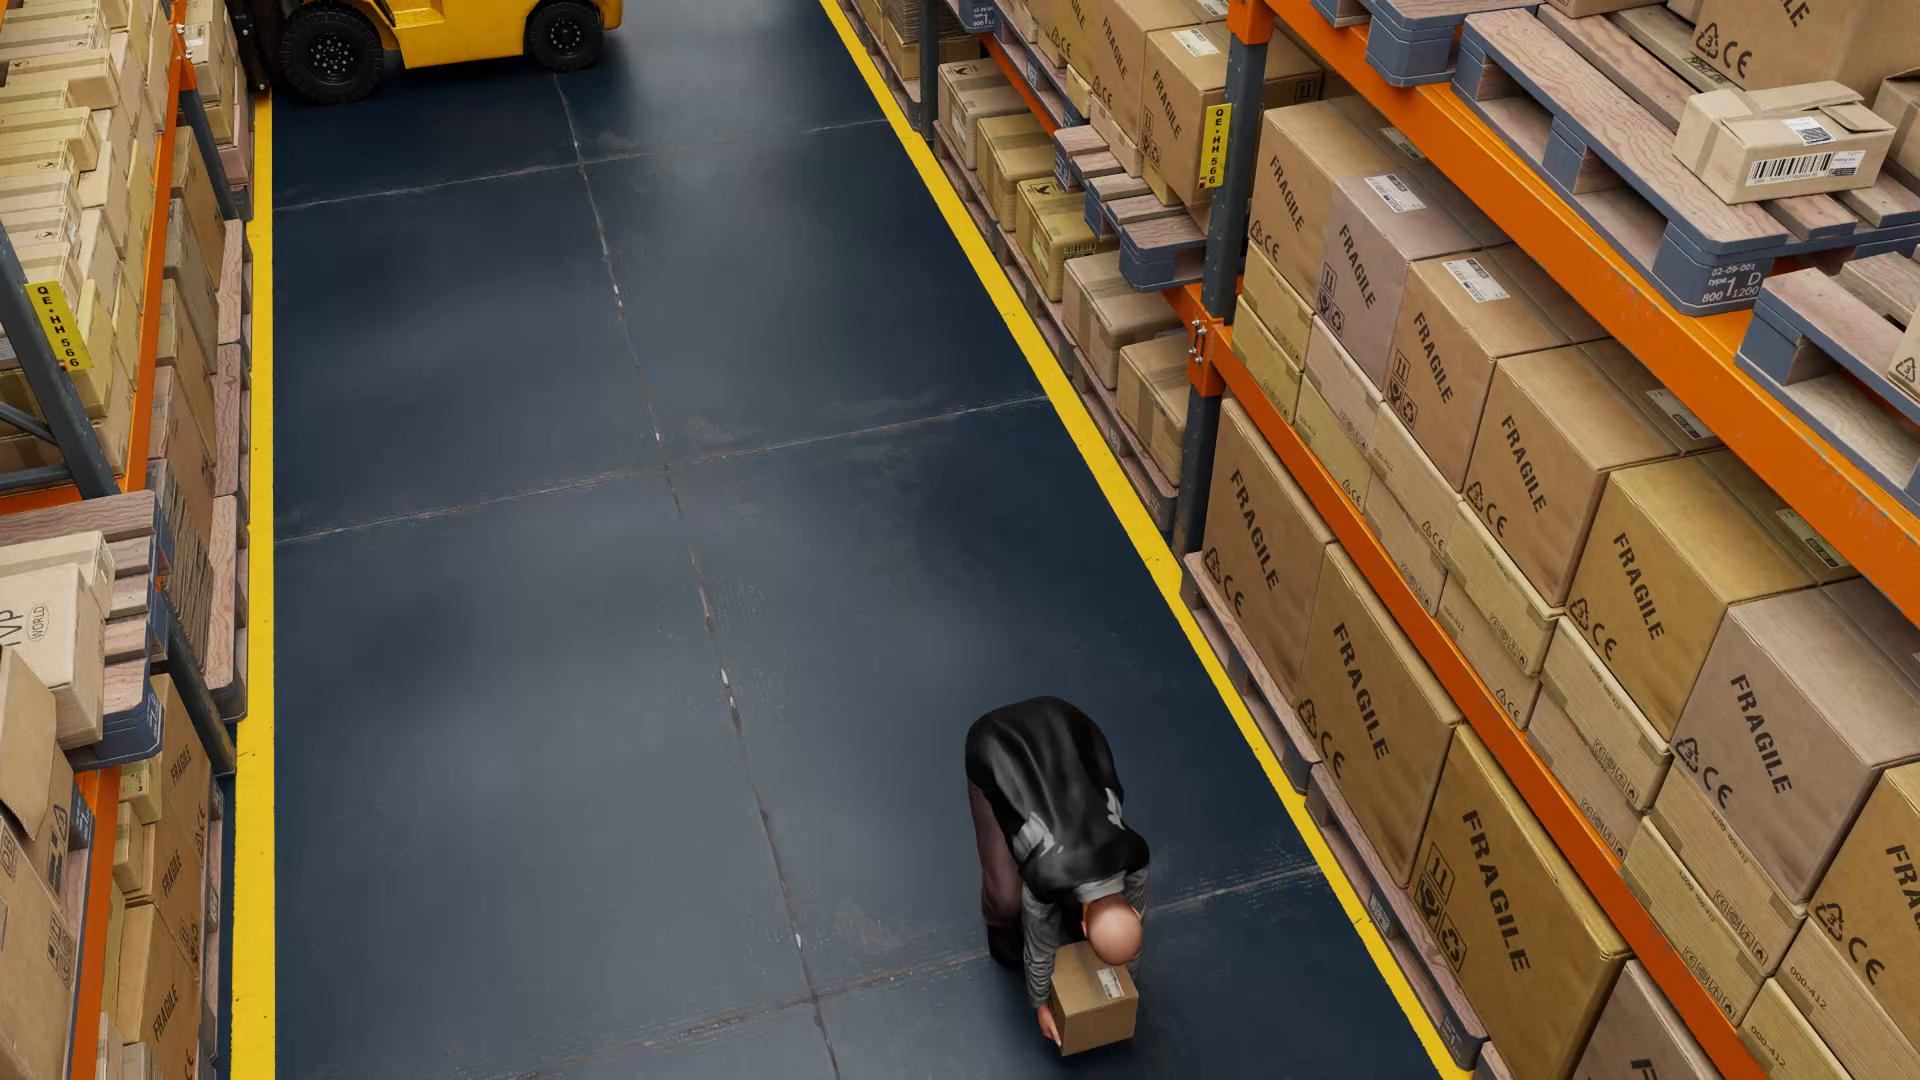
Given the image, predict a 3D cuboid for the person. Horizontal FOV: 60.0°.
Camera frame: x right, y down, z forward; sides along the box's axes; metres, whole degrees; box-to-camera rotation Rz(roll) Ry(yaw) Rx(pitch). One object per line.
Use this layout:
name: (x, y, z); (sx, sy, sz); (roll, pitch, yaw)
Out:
person: (0.342, 1.111, 5.480); (0.503, 1.002, 0.948); (-14, 44, -15)
